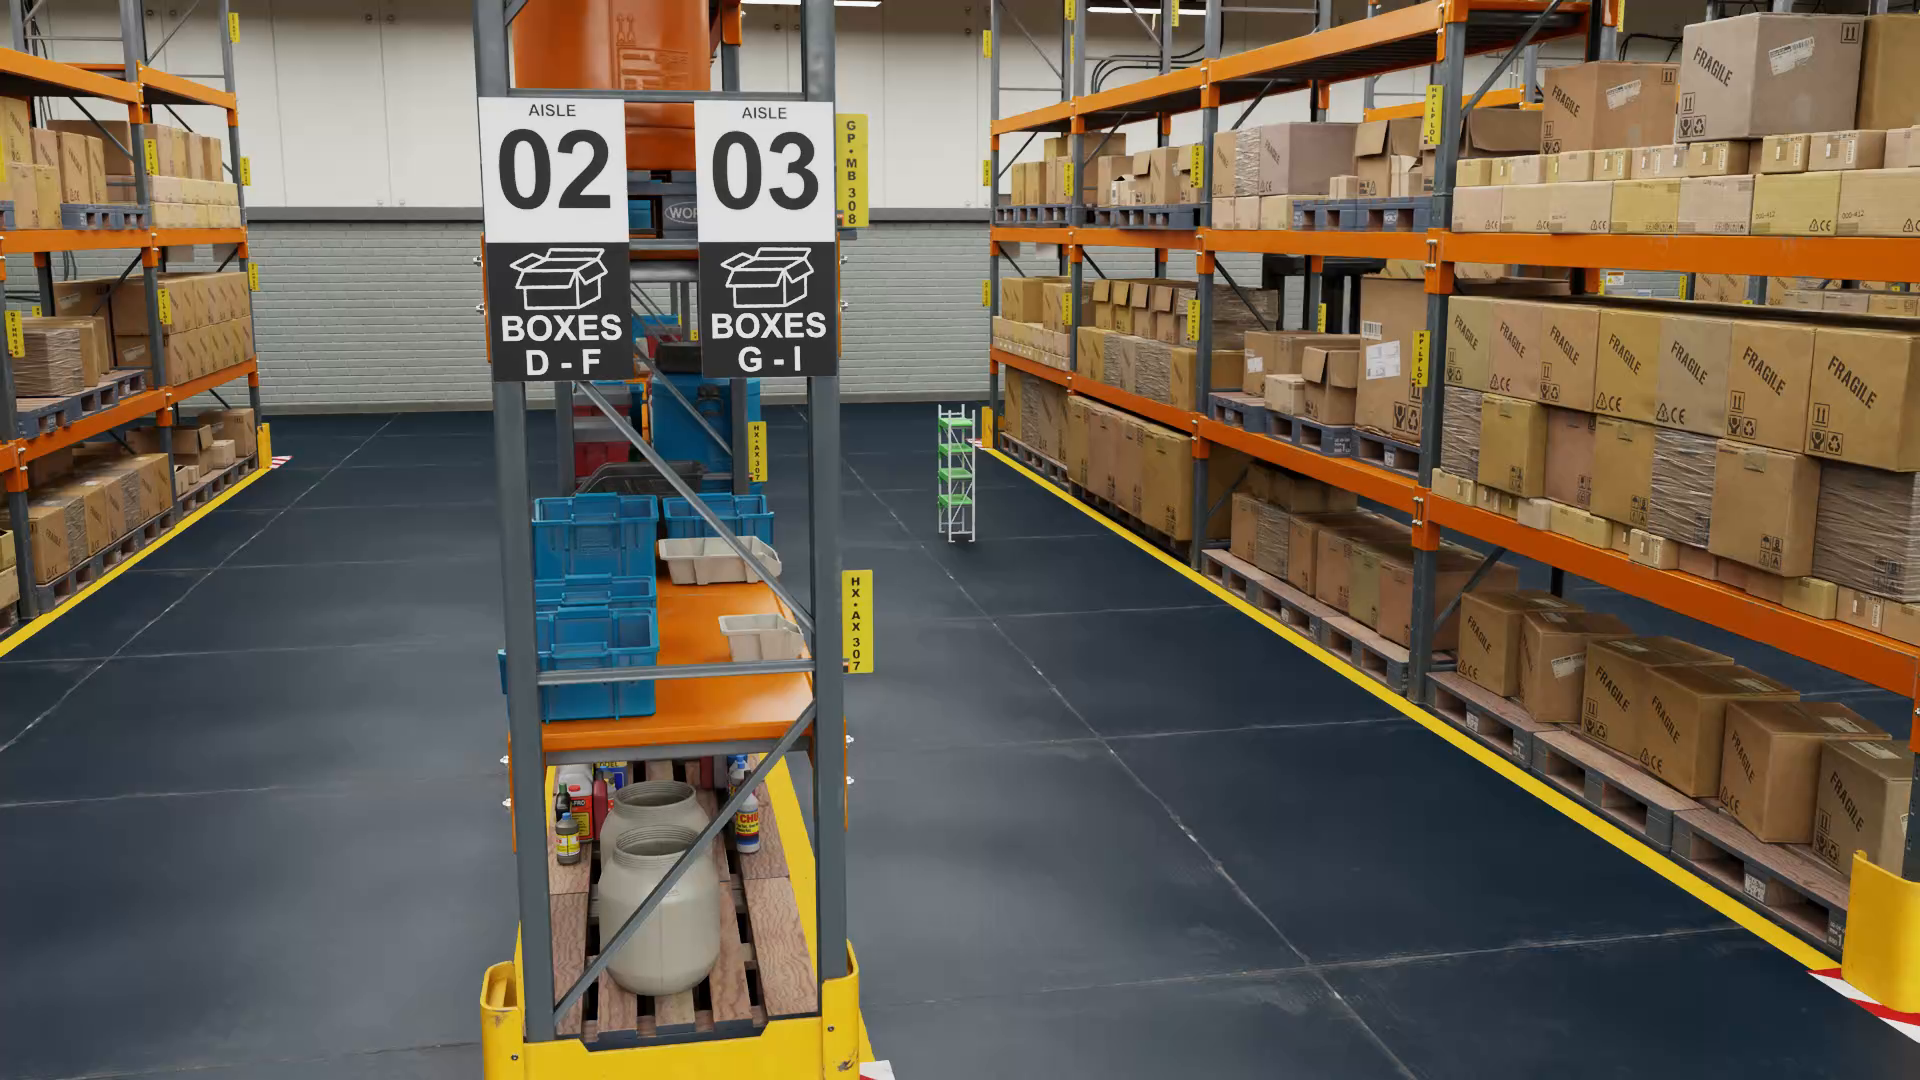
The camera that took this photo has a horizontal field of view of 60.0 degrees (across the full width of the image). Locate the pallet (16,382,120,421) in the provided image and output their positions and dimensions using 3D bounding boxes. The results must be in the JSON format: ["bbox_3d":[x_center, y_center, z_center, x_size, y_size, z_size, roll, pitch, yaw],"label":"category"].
[{"bbox_3d":[-7.659,-1.141,13.735,1.003,0.211,1.213,-2,11,-11],"label":"pallet"}]

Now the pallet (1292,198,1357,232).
[{"bbox_3d":[2.999,-2.193,11.230,1.213,0.211,1.003,-2,11,-11],"label":"pallet"}]

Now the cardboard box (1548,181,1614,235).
[{"bbox_3d":[3.250,-1.624,8.140,0.500,0.250,0.500,-3,11,-13],"label":"cardboard box"}]

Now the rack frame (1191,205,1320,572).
[{"bbox_3d":[2.442,-1.238,13.733,1.000,3.000,0.127,-2,11,-11],"label":"rack frame"}]

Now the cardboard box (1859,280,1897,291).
[{"bbox_3d":[11.022,-2.949,19.780,0.500,0.500,0.500,-2,11,-11],"label":"cardboard box"}]

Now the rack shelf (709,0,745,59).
[{"bbox_3d":[-2.028,-3.089,10.403,1.077,0.370,4.000,-2,11,-11],"label":"rack shelf"}]

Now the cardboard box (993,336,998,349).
[{"bbox_3d":[0.631,-2.505,21.060,0.380,0.149,0.250,-2,11,-10],"label":"cardboard box"}]

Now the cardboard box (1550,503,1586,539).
[{"bbox_3d":[3.234,-0.102,8.438,0.380,0.149,0.250,-2,11,-11],"label":"cardboard box"}]

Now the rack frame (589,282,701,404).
[{"bbox_3d":[-2.417,-1.058,12.787,1.000,3.000,0.127,-2,11,-11],"label":"rack frame"}]

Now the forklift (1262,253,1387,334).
[{"bbox_3d":[3.948,-2.069,18.281,1.130,2.935,3.031,-2,11,-11],"label":"forklift"}]

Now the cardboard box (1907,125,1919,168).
[{"bbox_3d":[3.637,-1.406,5.929,0.380,0.149,0.250,-2,11,-11],"label":"cardboard box"}]

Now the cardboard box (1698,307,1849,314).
[{"bbox_3d":[3.866,-0.843,7.921,0.500,0.500,0.500,-2,11,-11],"label":"cardboard box"}]

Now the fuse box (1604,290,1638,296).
[{"bbox_3d":[11.576,-3.516,29.146,0.539,1.711,0.414,-2,11,-11],"label":"fuse box"}]

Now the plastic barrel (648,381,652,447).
[{"bbox_3d":[-1.837,-0.789,11.007,0.433,0.535,0.433,0,11,0],"label":"plastic barrel"}]

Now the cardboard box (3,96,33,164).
[{"bbox_3d":[-7.553,-3.160,12.865,0.500,0.500,0.500,-2,11,-11],"label":"cardboard box"}]

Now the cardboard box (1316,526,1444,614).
[{"bbox_3d":[2.938,0.203,11.669,0.700,0.500,0.500,-3,11,-16],"label":"cardboard box"}]

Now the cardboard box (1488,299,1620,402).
[{"bbox_3d":[3.157,-1.008,8.784,0.500,0.500,0.500,-2,11,-11],"label":"cardboard box"}]

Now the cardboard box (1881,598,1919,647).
[{"bbox_3d":[3.740,0.308,6.283,0.380,0.149,0.250,-2,11,-11],"label":"cardboard box"}]

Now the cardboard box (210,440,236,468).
[{"bbox_3d":[-8.329,-0.945,18.371,0.500,0.250,0.500,-2,11,-11],"label":"cardboard box"}]

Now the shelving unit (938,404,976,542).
[{"bbox_3d":[-0.032,-0.620,15.297,0.258,1.200,0.503,-2,11,-11],"label":"shelving unit"}]

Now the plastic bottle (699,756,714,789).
[{"bbox_3d":[-1.207,1.030,7.905,0.061,0.283,0.133,-2,11,-11],"label":"plastic bottle"}]

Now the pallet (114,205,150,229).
[{"bbox_3d":[-7.996,-2.871,14.794,1.213,0.211,1.003,-2,11,-11],"label":"pallet"}]

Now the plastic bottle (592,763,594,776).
[{"bbox_3d":[-1.769,1.036,7.690,0.144,0.351,0.185,-2,11,-11],"label":"plastic bottle"}]

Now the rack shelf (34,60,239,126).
[{"bbox_3d":[-8.443,-4.571,17.132,1.077,0.370,4.000,-2,11,-11],"label":"rack shelf"}]

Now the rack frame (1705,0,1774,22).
[{"bbox_3d":[10.606,-6.013,22.775,1.000,3.000,0.127,-2,11,-11],"label":"rack frame"}]

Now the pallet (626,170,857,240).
[{"bbox_3d":[-0.926,-1.127,5.631,1.003,0.211,1.213,-2,11,-11],"label":"pallet"}]

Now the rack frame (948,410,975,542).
[{"bbox_3d":[0.015,-0.575,15.062,0.240,1.200,0.015,-2,11,-11],"label":"rack frame"}]

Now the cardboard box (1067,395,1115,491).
[{"bbox_3d":[1.808,-1.018,17.134,1.225,0.875,0.875,-2,11,-11],"label":"cardboard box"}]

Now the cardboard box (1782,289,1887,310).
[{"bbox_3d":[7.404,-1.858,14.046,0.700,0.500,0.500,-2,11,-11],"label":"cardboard box"}]

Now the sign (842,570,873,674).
[{"bbox_3d":[-0.320,0.254,5.153,0.100,0.325,0.005,-2,11,-11],"label":"sign"}]

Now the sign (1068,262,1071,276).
[{"bbox_3d":[1.421,-3.408,21.402,0.100,0.325,0.005,-2,11,-11],"label":"sign"}]

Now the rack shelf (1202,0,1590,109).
[{"bbox_3d":[2.831,-3.269,11.350,1.077,0.370,4.000,-2,11,-11],"label":"rack shelf"}]

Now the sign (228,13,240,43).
[{"bbox_3d":[-8.284,-5.846,18.976,0.100,0.325,0.005,-2,11,-11],"label":"sign"}]

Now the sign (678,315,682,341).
[{"bbox_3d":[-3.436,-2.629,20.601,0.100,0.325,0.005,-2,11,-11],"label":"sign"}]

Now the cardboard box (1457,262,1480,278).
[{"bbox_3d":[6.086,-2.991,19.206,0.500,0.500,0.500,-2,11,-13],"label":"cardboard box"}]

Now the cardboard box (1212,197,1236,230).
[{"bbox_3d":[2.283,-2.543,12.965,0.500,0.250,0.500,-2,11,-10],"label":"cardboard box"}]

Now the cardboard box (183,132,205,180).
[{"bbox_3d":[-8.500,-4.084,17.718,0.700,0.500,0.500,-2,11,-11],"label":"cardboard box"}]

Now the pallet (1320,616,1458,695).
[{"bbox_3d":[3.067,0.723,10.889,1.003,0.211,1.213,-2,11,-11],"label":"pallet"}]

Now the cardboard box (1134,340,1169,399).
[{"bbox_3d":[1.907,-1.556,15.133,0.500,0.500,0.500,-2,11,-13],"label":"cardboard box"}]

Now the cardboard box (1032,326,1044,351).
[{"bbox_3d":[1.118,-2.304,18.939,0.500,0.250,0.500,-2,11,-10],"label":"cardboard box"}]

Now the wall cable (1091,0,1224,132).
[{"bbox_3d":[3.167,-8.395,26.688,2.277,5.999,0.120,-2,11,-11],"label":"wall cable"}]

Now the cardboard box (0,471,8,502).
[{"bbox_3d":[-7.703,-0.408,12.876,0.500,0.250,0.500,-2,11,-9],"label":"cardboard box"}]

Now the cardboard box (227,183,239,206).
[{"bbox_3d":[-8.482,-3.906,18.793,0.500,0.250,0.500,-2,11,-11],"label":"cardboard box"}]

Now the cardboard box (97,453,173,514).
[{"bbox_3d":[-7.677,-0.520,15.470,0.500,0.500,0.500,-2,11,-11],"label":"cardboard box"}]

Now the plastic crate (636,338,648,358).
[{"bbox_3d":[-3.311,-2.050,18.153,0.437,0.282,0.530,-2,11,-11],"label":"plastic crate"}]

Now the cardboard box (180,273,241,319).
[{"bbox_3d":[-8.377,-2.722,18.587,0.500,0.500,0.500,-2,11,-9],"label":"cardboard box"}]

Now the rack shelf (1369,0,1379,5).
[{"bbox_3d":[6.160,-6.727,19.561,1.077,0.370,4.000,-2,11,-11],"label":"rack shelf"}]

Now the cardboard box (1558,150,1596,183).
[{"bbox_3d":[3.187,-1.837,8.193,0.380,0.149,0.250,-2,11,-12],"label":"cardboard box"}]

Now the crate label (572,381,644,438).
[{"bbox_3d":[-2.489,-0.883,11.775,0.502,0.435,0.616,-2,11,-11],"label":"crate label"}]

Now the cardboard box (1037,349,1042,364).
[{"bbox_3d":[1.082,-2.081,18.834,0.380,0.149,0.250,-2,11,-10],"label":"cardboard box"}]

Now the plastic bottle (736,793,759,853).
[{"bbox_3d":[-0.908,1.189,7.099,0.097,0.271,0.097,0,11,0],"label":"plastic bottle"}]

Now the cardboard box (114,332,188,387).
[{"bbox_3d":[-7.886,-1.765,16.232,0.500,0.500,0.500,-2,11,-10],"label":"cardboard box"}]

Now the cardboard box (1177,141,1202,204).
[{"bbox_3d":[2.252,-3.078,13.978,0.797,0.503,0.637,-1,11,-8],"label":"cardboard box"}]
